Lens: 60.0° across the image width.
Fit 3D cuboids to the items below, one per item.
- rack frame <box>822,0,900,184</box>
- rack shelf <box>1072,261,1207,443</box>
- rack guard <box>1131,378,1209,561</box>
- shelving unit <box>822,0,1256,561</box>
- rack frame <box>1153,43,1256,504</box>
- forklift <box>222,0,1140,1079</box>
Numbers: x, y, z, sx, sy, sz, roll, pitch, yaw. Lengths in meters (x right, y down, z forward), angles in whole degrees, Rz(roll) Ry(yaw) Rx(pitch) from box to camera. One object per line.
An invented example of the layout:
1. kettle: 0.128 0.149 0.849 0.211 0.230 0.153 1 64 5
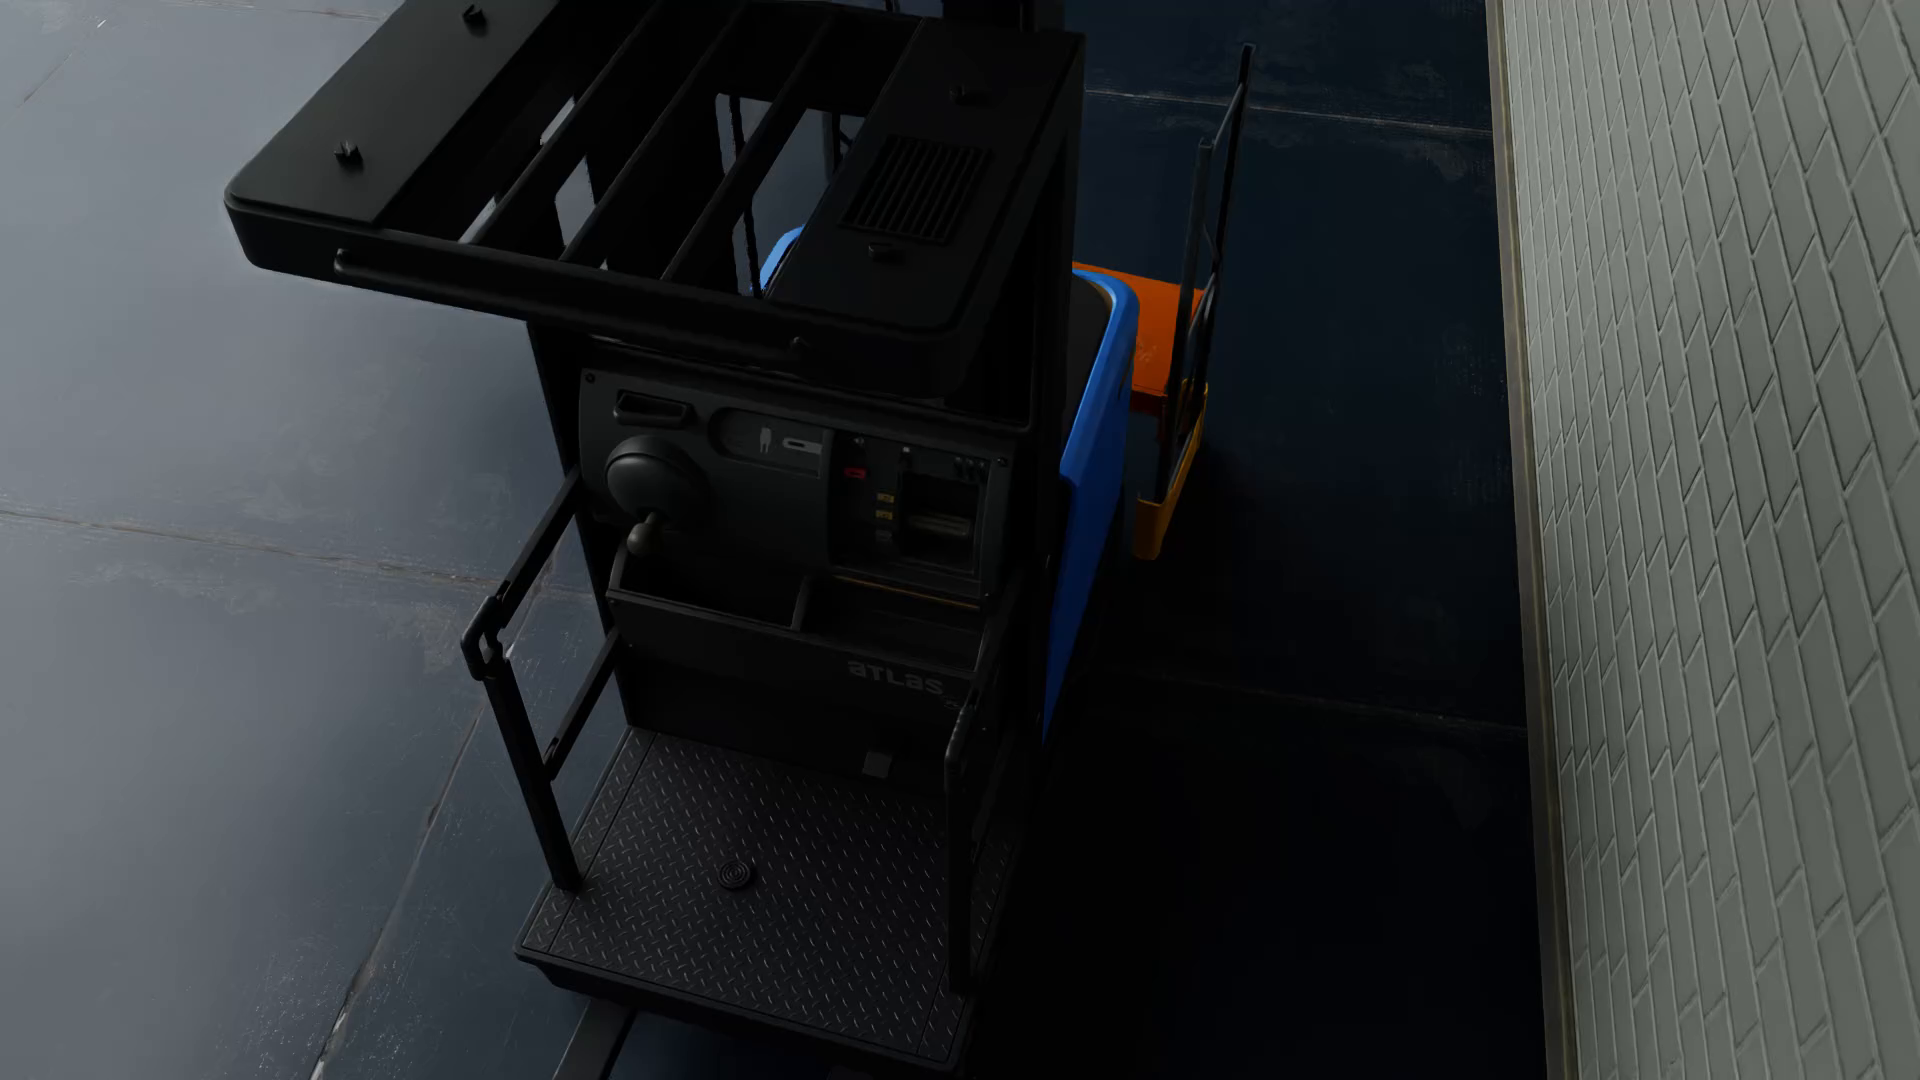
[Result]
1. rack frame: -0.269 -0.899 5.049 0.032 1.500 0.500 15 50 13
2. rack shelf: 0.209 -0.650 5.068 1.000 0.185 0.538 15 50 13
3. rack guard: 0.669 -0.229 5.288 0.087 0.250 0.587 15 50 13
4. shelving unit: 0.201 -0.773 4.936 1.083 1.500 0.587 15 50 13
5. rack frame: 0.687 -0.642 4.819 0.032 1.500 0.500 15 50 13
6. forklift: -0.404 -0.004 3.283 1.130 2.935 3.031 12 49 11
